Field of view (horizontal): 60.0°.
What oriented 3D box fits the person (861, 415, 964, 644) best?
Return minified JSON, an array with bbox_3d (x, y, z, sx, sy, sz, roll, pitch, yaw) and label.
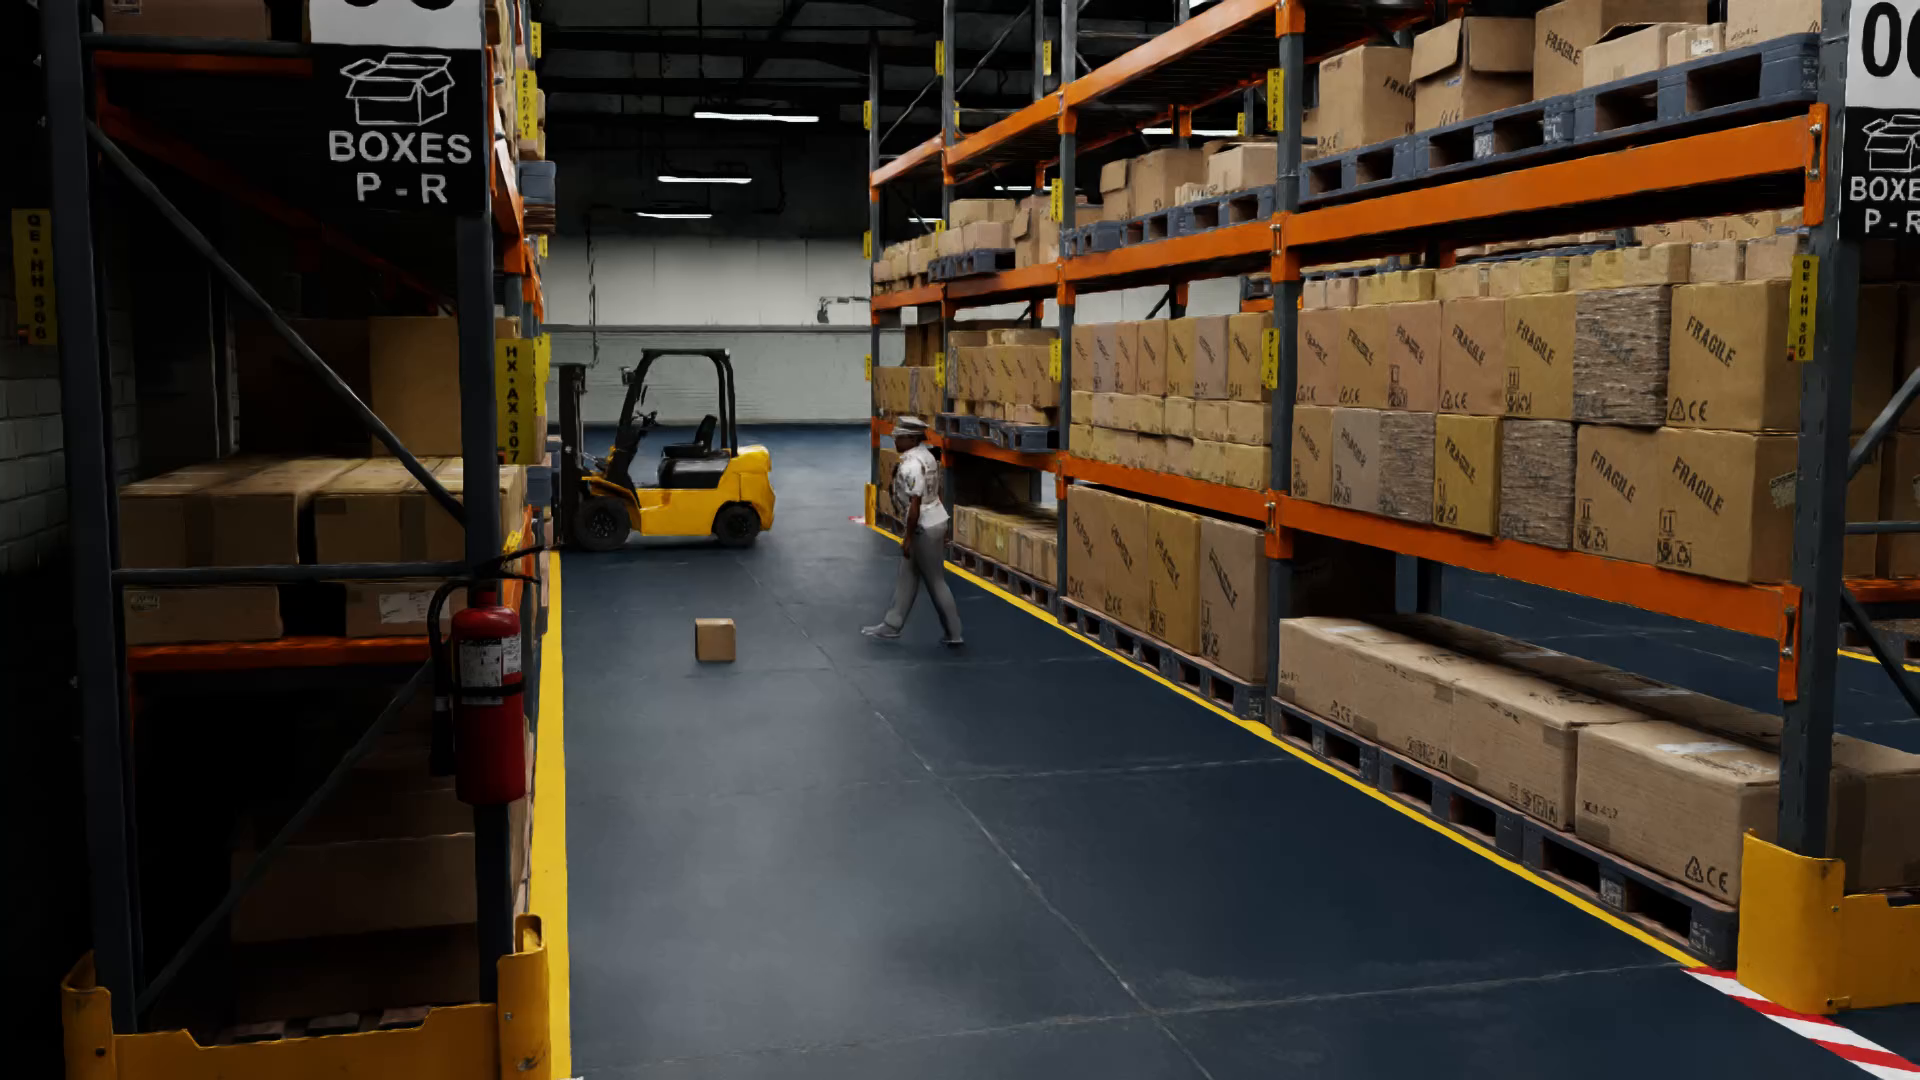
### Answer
[{"bbox_3d":[-0.357,-0.063,11.778,0.761,1.645,0.532,1,6,13],"label":"person"}]
